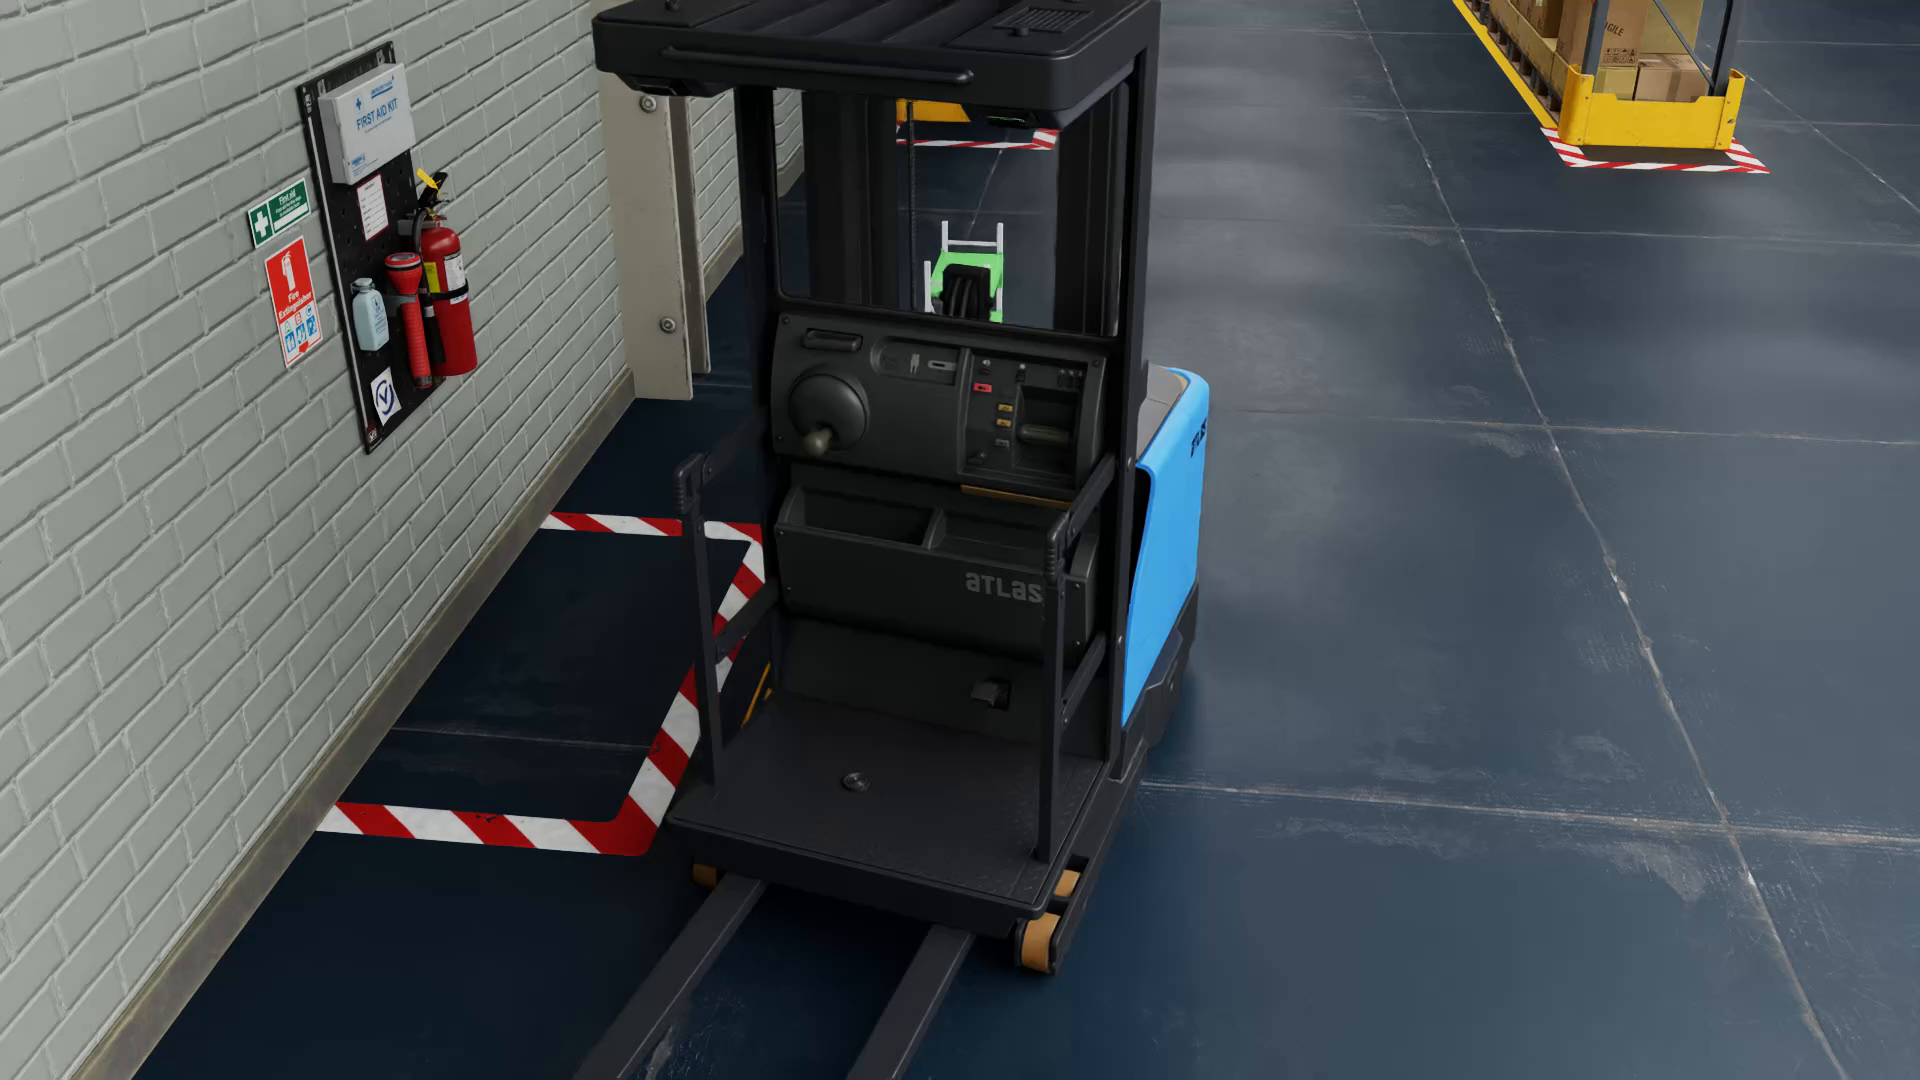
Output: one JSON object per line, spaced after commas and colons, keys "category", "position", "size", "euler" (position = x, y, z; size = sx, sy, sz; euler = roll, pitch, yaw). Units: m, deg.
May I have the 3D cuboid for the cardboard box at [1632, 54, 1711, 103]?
{"category": "cardboard box", "position": [5.285, -3.467, 12.479], "size": [0.500, 0.250, 0.500], "euler": [3, 28, 6]}

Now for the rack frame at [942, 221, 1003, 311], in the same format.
{"category": "rack frame", "position": [0.050, -0.721, 6.823], "size": [0.240, 1.200, 0.015], "euler": [3, 28, 6]}

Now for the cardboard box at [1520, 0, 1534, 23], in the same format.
{"category": "cardboard box", "position": [4.940, -4.534, 13.669], "size": [0.500, 0.500, 0.500], "euler": [3, 28, 6]}

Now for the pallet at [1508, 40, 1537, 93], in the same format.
{"category": "pallet", "position": [5.203, -3.961, 13.879], "size": [1.003, 0.211, 1.213], "euler": [3, 28, 6]}

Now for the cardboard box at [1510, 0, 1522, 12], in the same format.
{"category": "cardboard box", "position": [4.999, -4.770, 14.106], "size": [0.500, 0.500, 0.500], "euler": [3, 28, 6]}

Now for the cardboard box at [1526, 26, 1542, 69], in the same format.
{"category": "cardboard box", "position": [4.880, -3.969, 13.410], "size": [0.500, 0.250, 0.500], "euler": [3, 28, 6]}

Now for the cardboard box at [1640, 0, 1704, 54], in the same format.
{"category": "cardboard box", "position": [5.345, -4.033, 12.738], "size": [0.500, 0.500, 0.500], "euler": [3, 28, 6]}

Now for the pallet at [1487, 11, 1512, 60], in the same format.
{"category": "pallet", "position": [5.350, -4.536, 14.948], "size": [1.003, 0.211, 1.213], "euler": [3, 28, 6]}

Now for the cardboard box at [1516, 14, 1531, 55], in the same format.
{"category": "cardboard box", "position": [4.943, -4.204, 13.847], "size": [0.500, 0.250, 0.500], "euler": [3, 28, 6]}

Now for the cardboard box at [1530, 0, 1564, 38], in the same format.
{"category": "cardboard box", "position": [4.877, -4.299, 13.232], "size": [0.500, 0.500, 0.500], "euler": [3, 28, 6]}

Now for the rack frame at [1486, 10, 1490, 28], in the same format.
{"category": "rack frame", "position": [5.489, -6.136, 14.977], "size": [1.000, 3.000, 0.127], "euler": [3, 28, 6]}

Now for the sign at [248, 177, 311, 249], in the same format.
{"category": "sign", "position": [-1.927, -0.930, 4.717], "size": [0.001, 0.109, 0.331], "euler": [3, 28, 6]}

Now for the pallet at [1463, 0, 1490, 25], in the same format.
{"category": "pallet", "position": [5.541, -5.257, 16.286], "size": [1.003, 0.211, 1.213], "euler": [3, 28, 6]}

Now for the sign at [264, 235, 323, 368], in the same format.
{"category": "sign", "position": [-1.937, -0.695, 4.840], "size": [0.001, 0.329, 0.234], "euler": [3, 28, 6]}

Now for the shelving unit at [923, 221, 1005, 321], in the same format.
{"category": "shelving unit", "position": [0.020, -0.606, 6.610], "size": [0.258, 1.200, 0.503], "euler": [3, 28, 6]}

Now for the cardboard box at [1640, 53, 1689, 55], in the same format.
{"category": "cardboard box", "position": [5.343, -3.702, 12.916], "size": [0.500, 0.250, 0.500], "euler": [3, 28, 6]}

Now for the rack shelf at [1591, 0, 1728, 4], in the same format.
{"category": "rack shelf", "position": [5.244, -4.878, 13.400], "size": [1.077, 0.370, 4.000], "euler": [3, 28, 6]}

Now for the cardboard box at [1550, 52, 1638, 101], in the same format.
{"category": "cardboard box", "position": [4.771, -3.497, 12.535], "size": [0.500, 0.250, 0.500], "euler": [3, 28, 6]}

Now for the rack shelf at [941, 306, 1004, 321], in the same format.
{"category": "rack shelf", "position": [0.020, -0.761, 6.527], "size": [0.258, 0.148, 0.480], "euler": [3, 28, 6]}

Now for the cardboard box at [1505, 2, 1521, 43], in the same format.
{"category": "cardboard box", "position": [4.999, -4.439, 14.284], "size": [0.500, 0.250, 0.500], "euler": [3, 28, 6]}

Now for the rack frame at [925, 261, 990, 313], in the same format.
{"category": "rack frame", "position": [-0.010, -0.491, 6.397], "size": [0.240, 1.200, 0.015], "euler": [3, 28, 6]}

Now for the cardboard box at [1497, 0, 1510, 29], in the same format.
{"category": "cardboard box", "position": [5.065, -4.675, 14.720], "size": [0.500, 0.250, 0.500], "euler": [3, 28, 6]}

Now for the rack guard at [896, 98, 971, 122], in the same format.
{"category": "rack guard", "position": [0.091, -3.474, 12.672], "size": [1.175, 0.500, 0.348], "euler": [3, 28, 6]}

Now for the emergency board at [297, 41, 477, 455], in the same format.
{"category": "emergency board", "position": [-1.766, -0.934, 5.320], "size": [0.194, 1.169, 0.643], "euler": [3, 28, 6]}

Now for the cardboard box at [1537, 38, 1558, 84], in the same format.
{"category": "cardboard box", "position": [4.821, -3.733, 12.973], "size": [0.500, 0.250, 0.500], "euler": [3, 28, 6]}

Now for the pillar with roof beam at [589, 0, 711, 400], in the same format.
{"category": "pillar with roof beam", "position": [2.847, -4.486, 5.588], "size": [9.100, 9.000, 0.400], "euler": [3, 28, 6]}

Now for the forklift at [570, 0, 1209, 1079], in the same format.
{"category": "forklift", "position": [-0.143, -0.329, 4.271], "size": [1.130, 2.935, 3.031], "euler": [10, 30, 18]}

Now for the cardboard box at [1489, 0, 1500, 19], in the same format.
{"category": "cardboard box", "position": [5.131, -4.910, 15.157], "size": [0.500, 0.250, 0.500], "euler": [3, 28, 6]}

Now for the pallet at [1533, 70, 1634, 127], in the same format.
{"category": "pallet", "position": [5.051, -3.388, 12.816], "size": [1.003, 0.211, 1.213], "euler": [3, 28, 6]}

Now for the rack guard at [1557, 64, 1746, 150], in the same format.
{"category": "rack guard", "position": [4.996, -3.141, 12.054], "size": [1.175, 0.500, 0.348], "euler": [3, 28, 6]}

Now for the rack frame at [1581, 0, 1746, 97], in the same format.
{"category": "rack frame", "position": [4.999, -4.253, 11.482], "size": [1.000, 3.000, 0.127], "euler": [3, 28, 6]}

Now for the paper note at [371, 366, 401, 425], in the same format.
{"category": "paper note", "position": [-1.857, -0.466, 5.382], "size": [0.016, 0.148, 0.142], "euler": [3, 28, 6]}

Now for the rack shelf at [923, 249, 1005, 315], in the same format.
{"category": "rack shelf", "position": [0.020, -0.972, 6.413], "size": [0.258, 0.148, 0.480], "euler": [3, 28, 6]}

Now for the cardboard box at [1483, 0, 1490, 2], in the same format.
{"category": "cardboard box", "position": [5.252, -5.322, 15.923], "size": [0.500, 0.250, 0.500], "euler": [3, 28, 6]}

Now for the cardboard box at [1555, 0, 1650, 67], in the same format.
{"category": "cardboard box", "position": [4.769, -3.827, 12.357], "size": [0.500, 0.500, 0.500], "euler": [3, 28, 6]}
